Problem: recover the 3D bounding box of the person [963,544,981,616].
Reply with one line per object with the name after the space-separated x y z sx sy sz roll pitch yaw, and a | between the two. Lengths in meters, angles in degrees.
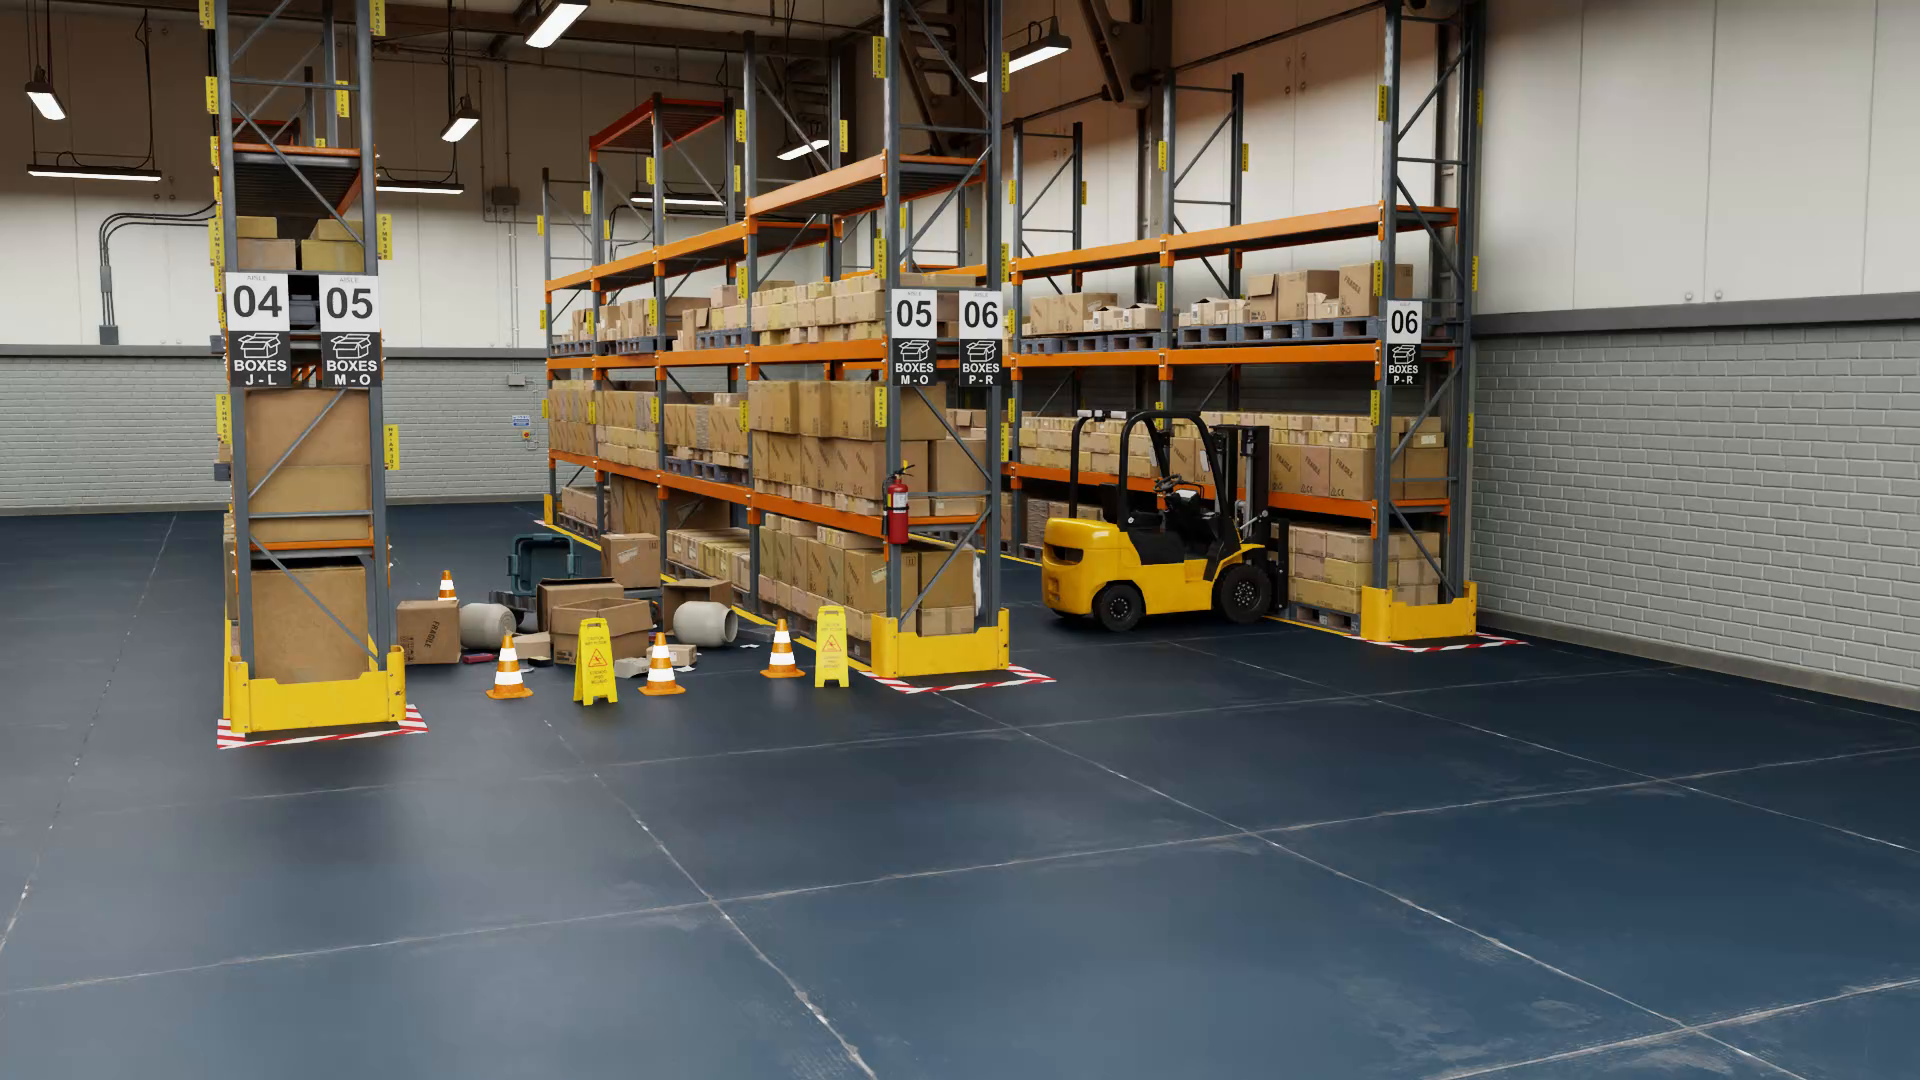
-0.027 0.414 17.728 0.459 0.802 0.901 -1 6 -6 | person
